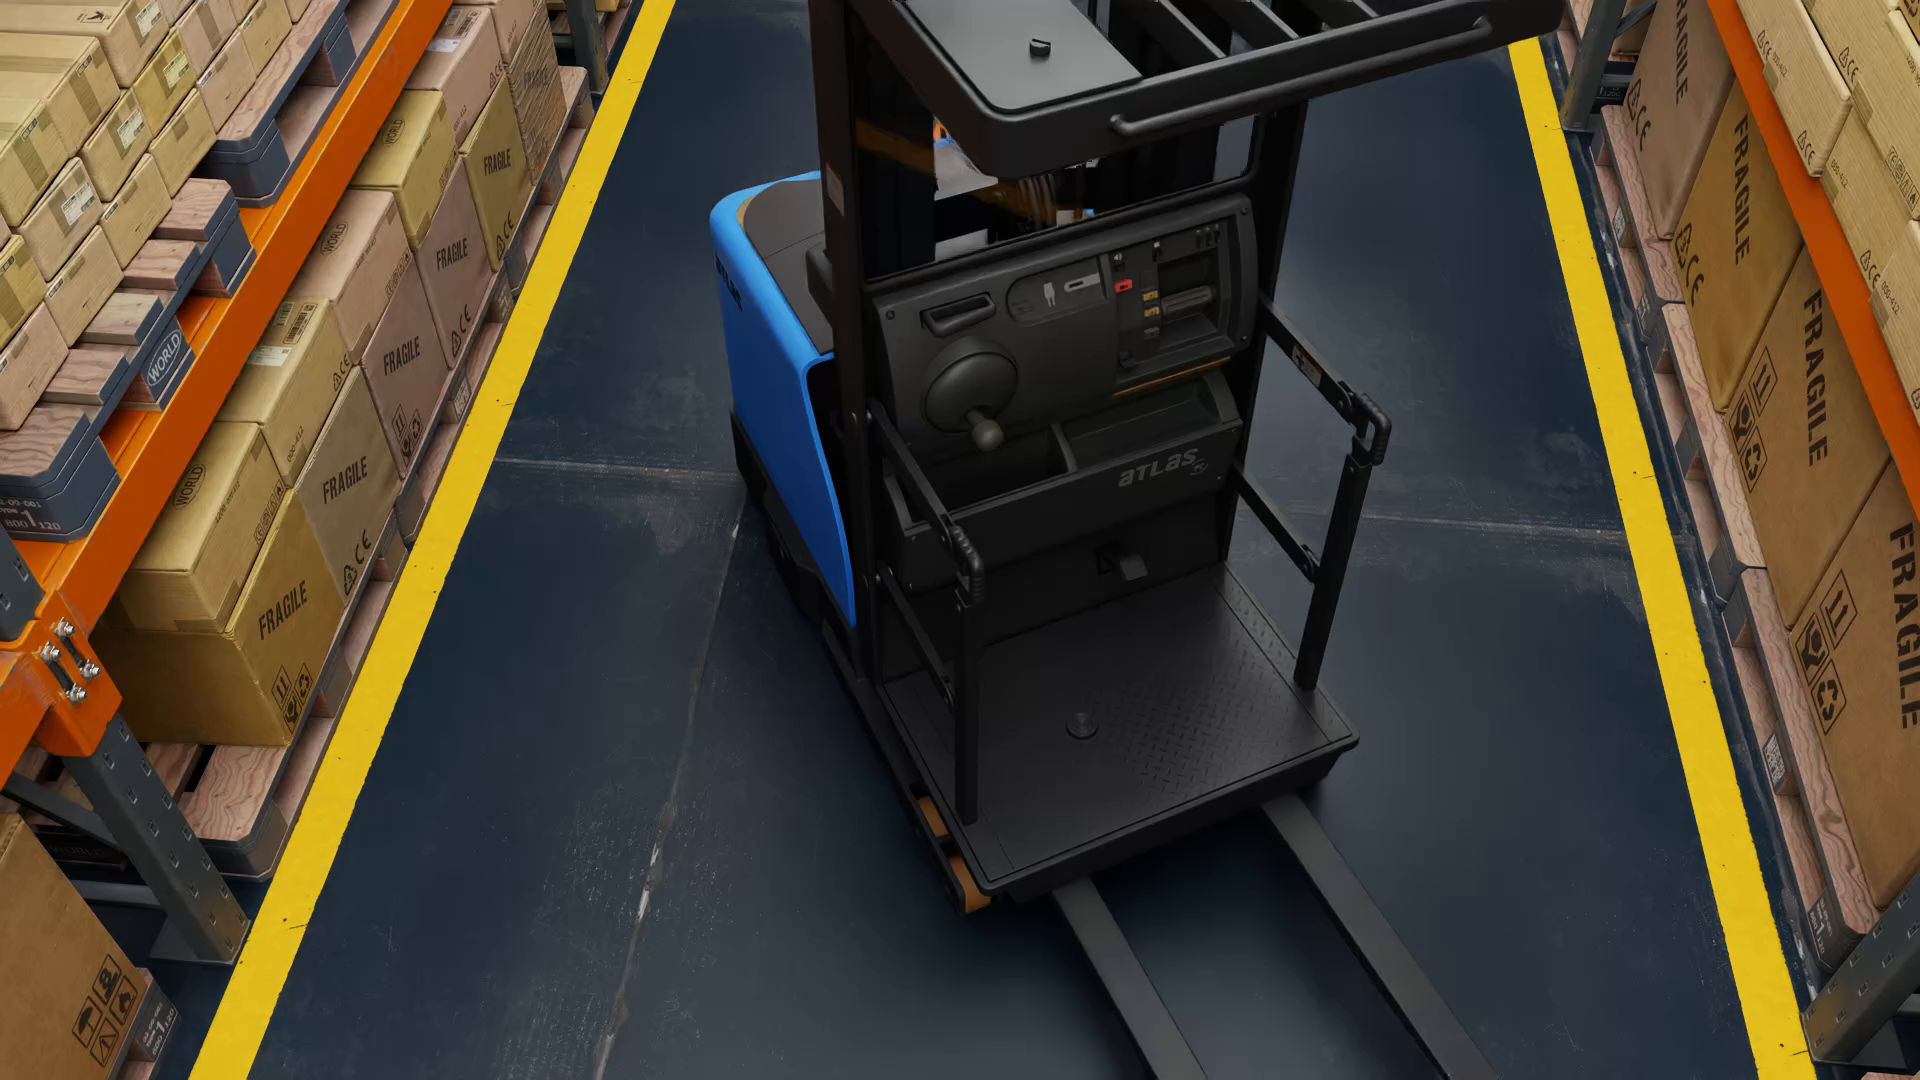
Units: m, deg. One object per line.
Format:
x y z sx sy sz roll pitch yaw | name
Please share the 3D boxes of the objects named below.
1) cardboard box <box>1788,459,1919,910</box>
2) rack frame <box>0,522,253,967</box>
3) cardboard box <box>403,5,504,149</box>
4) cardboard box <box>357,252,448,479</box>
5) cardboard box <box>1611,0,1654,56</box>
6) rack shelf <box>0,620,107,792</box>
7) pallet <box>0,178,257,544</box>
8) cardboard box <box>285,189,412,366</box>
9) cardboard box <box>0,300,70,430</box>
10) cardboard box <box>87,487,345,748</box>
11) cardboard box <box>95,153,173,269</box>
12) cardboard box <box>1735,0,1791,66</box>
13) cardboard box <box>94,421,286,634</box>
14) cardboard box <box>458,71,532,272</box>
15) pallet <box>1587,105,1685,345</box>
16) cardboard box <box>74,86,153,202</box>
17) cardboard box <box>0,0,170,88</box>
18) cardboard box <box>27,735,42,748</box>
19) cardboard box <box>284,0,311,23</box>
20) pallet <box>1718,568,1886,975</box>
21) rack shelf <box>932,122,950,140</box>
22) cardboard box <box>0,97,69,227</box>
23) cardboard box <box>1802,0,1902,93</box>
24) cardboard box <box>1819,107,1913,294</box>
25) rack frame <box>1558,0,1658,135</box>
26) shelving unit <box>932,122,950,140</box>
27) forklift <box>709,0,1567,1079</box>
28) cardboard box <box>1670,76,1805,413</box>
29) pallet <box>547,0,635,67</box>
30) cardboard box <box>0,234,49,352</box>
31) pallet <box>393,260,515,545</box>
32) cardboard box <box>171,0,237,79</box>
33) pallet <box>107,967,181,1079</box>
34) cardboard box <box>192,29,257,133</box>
2.736 0.331 4.069 0.875 0.875 0.875 3 48 3 | cardboard box
-2.348 -0.001 3.218 1.000 3.000 0.127 4 48 4 | rack frame
-1.860 -1.550 5.536 0.500 0.250 0.500 6 48 5 | cardboard box
-1.945 -0.548 5.128 0.500 0.500 0.500 3 48 3 | cardboard box
3.119 -2.412 6.875 0.875 0.438 0.875 3 48 3 | cardboard box
-2.530 1.712 2.139 1.077 0.370 4.000 4 48 4 | rack shelf
-2.389 -0.467 3.774 1.213 0.211 1.003 4 48 4 | pallet
-1.940 -0.778 4.830 0.500 0.250 0.500 4 48 4 | cardboard box
-2.106 -0.373 3.444 0.380 0.149 0.250 3 48 3 | cardboard box
-2.030 0.199 4.445 0.500 0.500 0.500 2 48 2 | cardboard box
-2.058 -0.768 3.805 0.380 0.149 0.250 6 48 5 | cardboard box
2.544 -1.569 4.754 0.500 0.250 0.500 4 48 3 | cardboard box
-2.044 -0.042 4.157 0.500 0.250 0.500 2 48 2 | cardboard box
-1.847 -1.300 5.816 0.500 0.500 0.500 3 48 3 | cardboard box
2.960 -1.168 6.175 1.003 0.211 1.213 4 48 4 | pallet
-2.060 -0.895 3.720 0.380 0.149 0.250 3 48 2 | cardboard box
-2.040 -1.157 3.758 0.380 0.149 0.250 2 48 2 | cardboard box
-2.548 0.200 4.444 0.500 0.500 0.500 4 48 3 | cardboard box
-1.962 -1.538 4.510 0.380 0.149 0.250 2 48 2 | cardboard box
2.738 0.625 4.535 1.003 0.211 1.213 4 48 4 | pallet
-0.020 -1.167 5.236 0.240 0.259 0.215 -32 55 -26 | rack shelf
-2.091 -0.783 3.415 0.380 0.149 0.250 3 48 2 | cardboard box
2.498 -1.369 4.232 0.500 0.250 0.500 3 48 2 | cardboard box
2.471 -0.826 4.074 0.500 0.250 0.500 3 48 3 | cardboard box
2.955 -2.681 5.670 1.000 3.000 0.127 4 48 4 | rack frame
-0.020 -0.983 5.438 0.252 1.050 0.215 -32 55 -26 | shelving unit
0.352 -0.390 3.620 1.130 2.935 3.031 -19 50 -16 | forklift
2.904 -0.981 5.269 0.875 0.875 0.875 5 48 5 | cardboard box
-1.958 -2.495 7.389 1.003 0.211 1.213 4 48 4 | pallet
-2.104 -0.499 3.358 0.380 0.149 0.250 6 48 5 | cardboard box
-2.162 -0.528 5.590 1.003 0.211 1.213 4 48 4 | pallet
-2.014 -1.264 4.057 0.380 0.149 0.250 4 48 4 | cardboard box
-2.495 1.515 3.721 1.003 0.211 1.213 4 48 4 | pallet
-2.013 -1.162 4.166 0.380 0.149 0.250 5 48 5 | cardboard box
